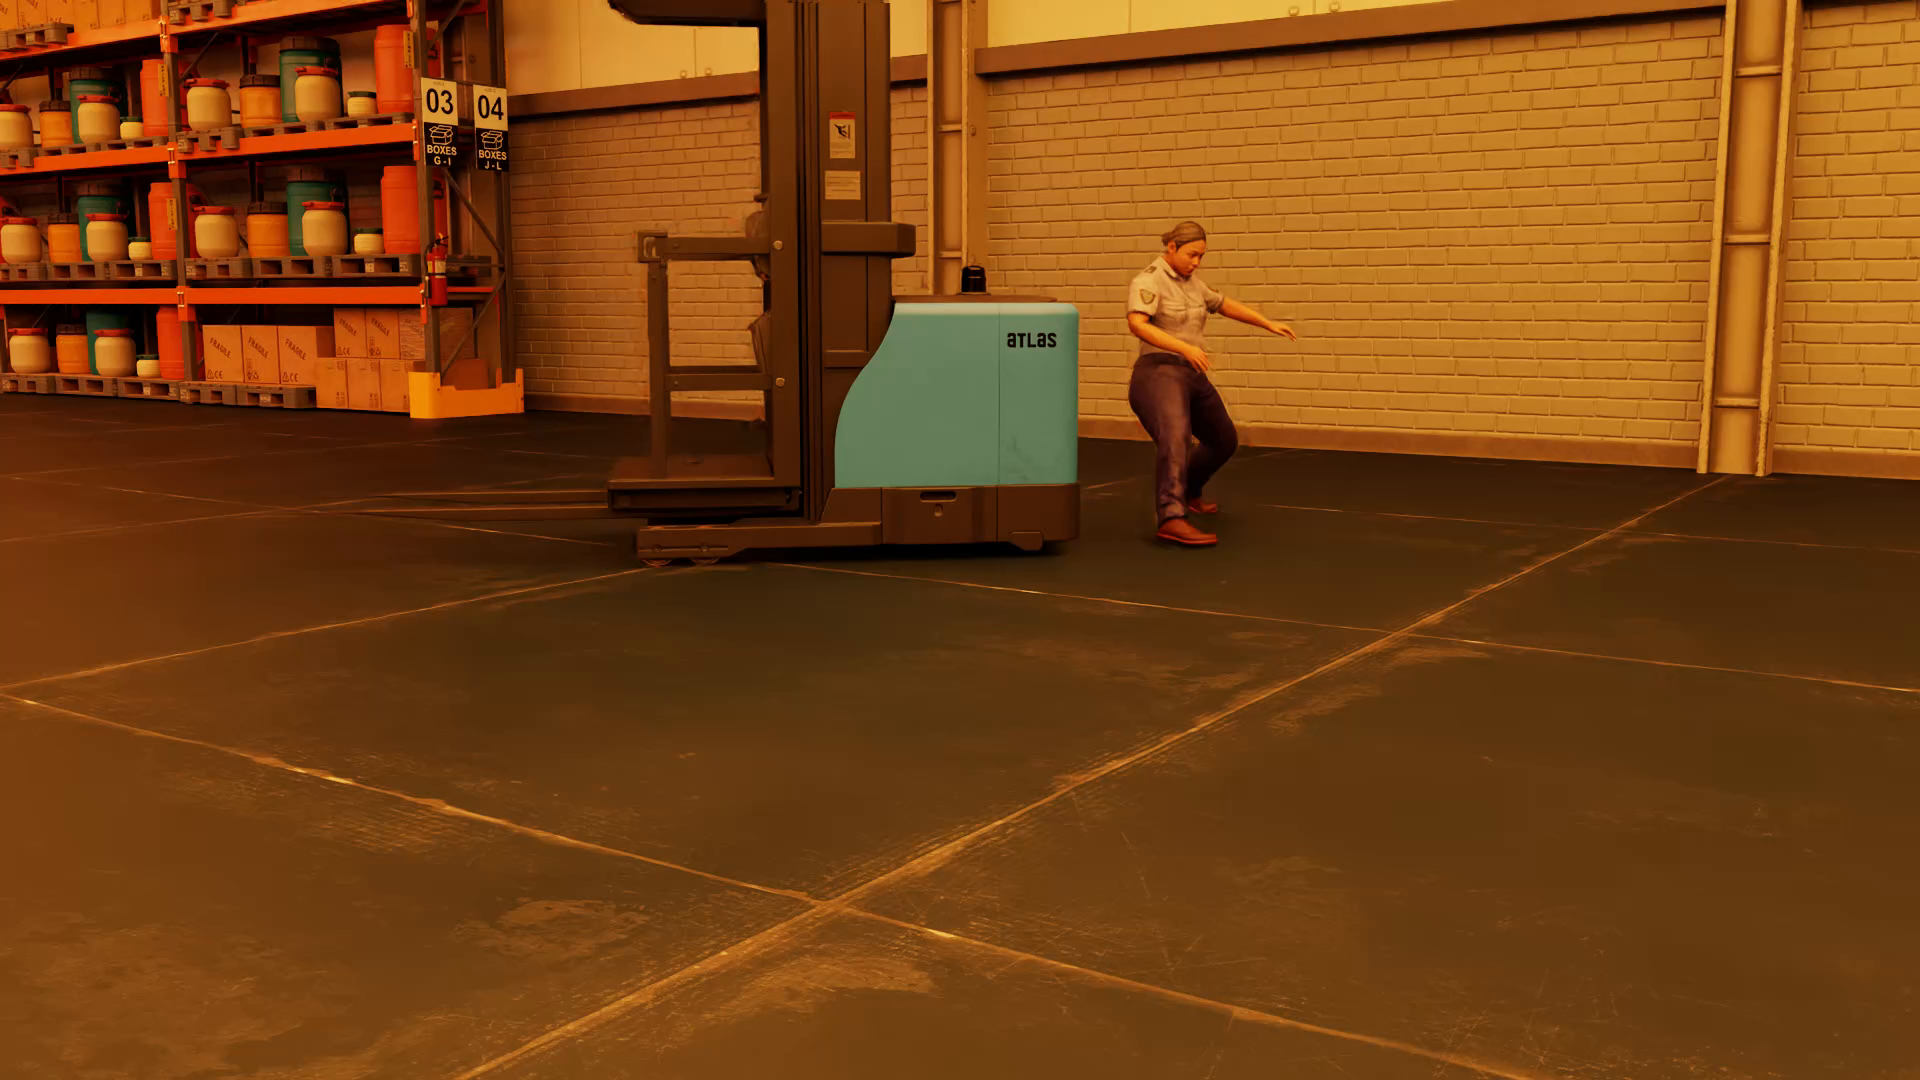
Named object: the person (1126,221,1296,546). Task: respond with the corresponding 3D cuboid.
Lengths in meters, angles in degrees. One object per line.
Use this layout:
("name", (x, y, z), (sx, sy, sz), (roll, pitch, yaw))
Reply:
("person", (1.137, -0.772, 7.923), (0.912, 1.470, 1.195), (7, 11, 41))

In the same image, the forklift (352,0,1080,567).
("forklift", (-1.044, -1.421, 7.188), (3.031, 2.935, 1.130), (-1, 8, -8))
